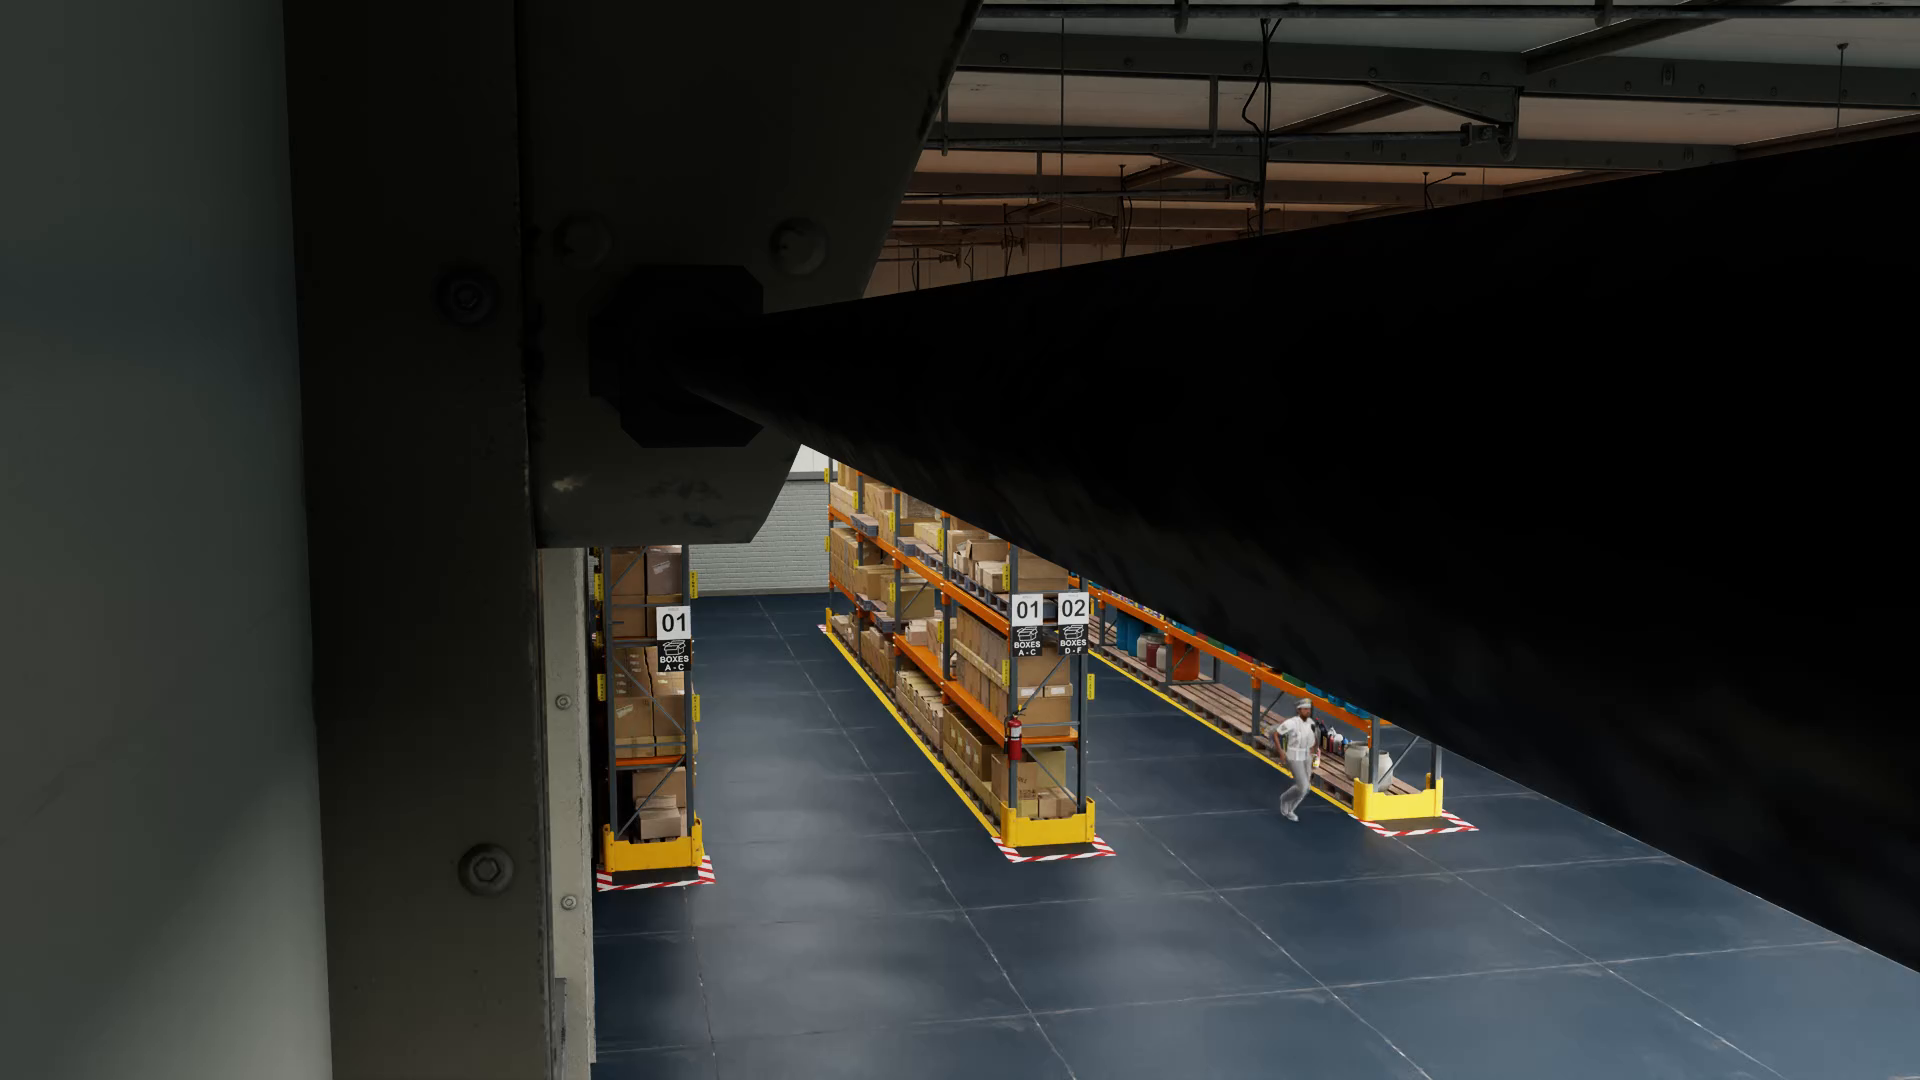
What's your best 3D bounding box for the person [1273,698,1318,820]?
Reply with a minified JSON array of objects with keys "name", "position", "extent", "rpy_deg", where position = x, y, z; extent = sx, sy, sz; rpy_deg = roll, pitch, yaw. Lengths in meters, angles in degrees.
[{"name":"person","position":[4.514,2.904,22.031],"extent":[0.570,1.635,0.530],"rpy_deg":[-4,8,-32]}]
